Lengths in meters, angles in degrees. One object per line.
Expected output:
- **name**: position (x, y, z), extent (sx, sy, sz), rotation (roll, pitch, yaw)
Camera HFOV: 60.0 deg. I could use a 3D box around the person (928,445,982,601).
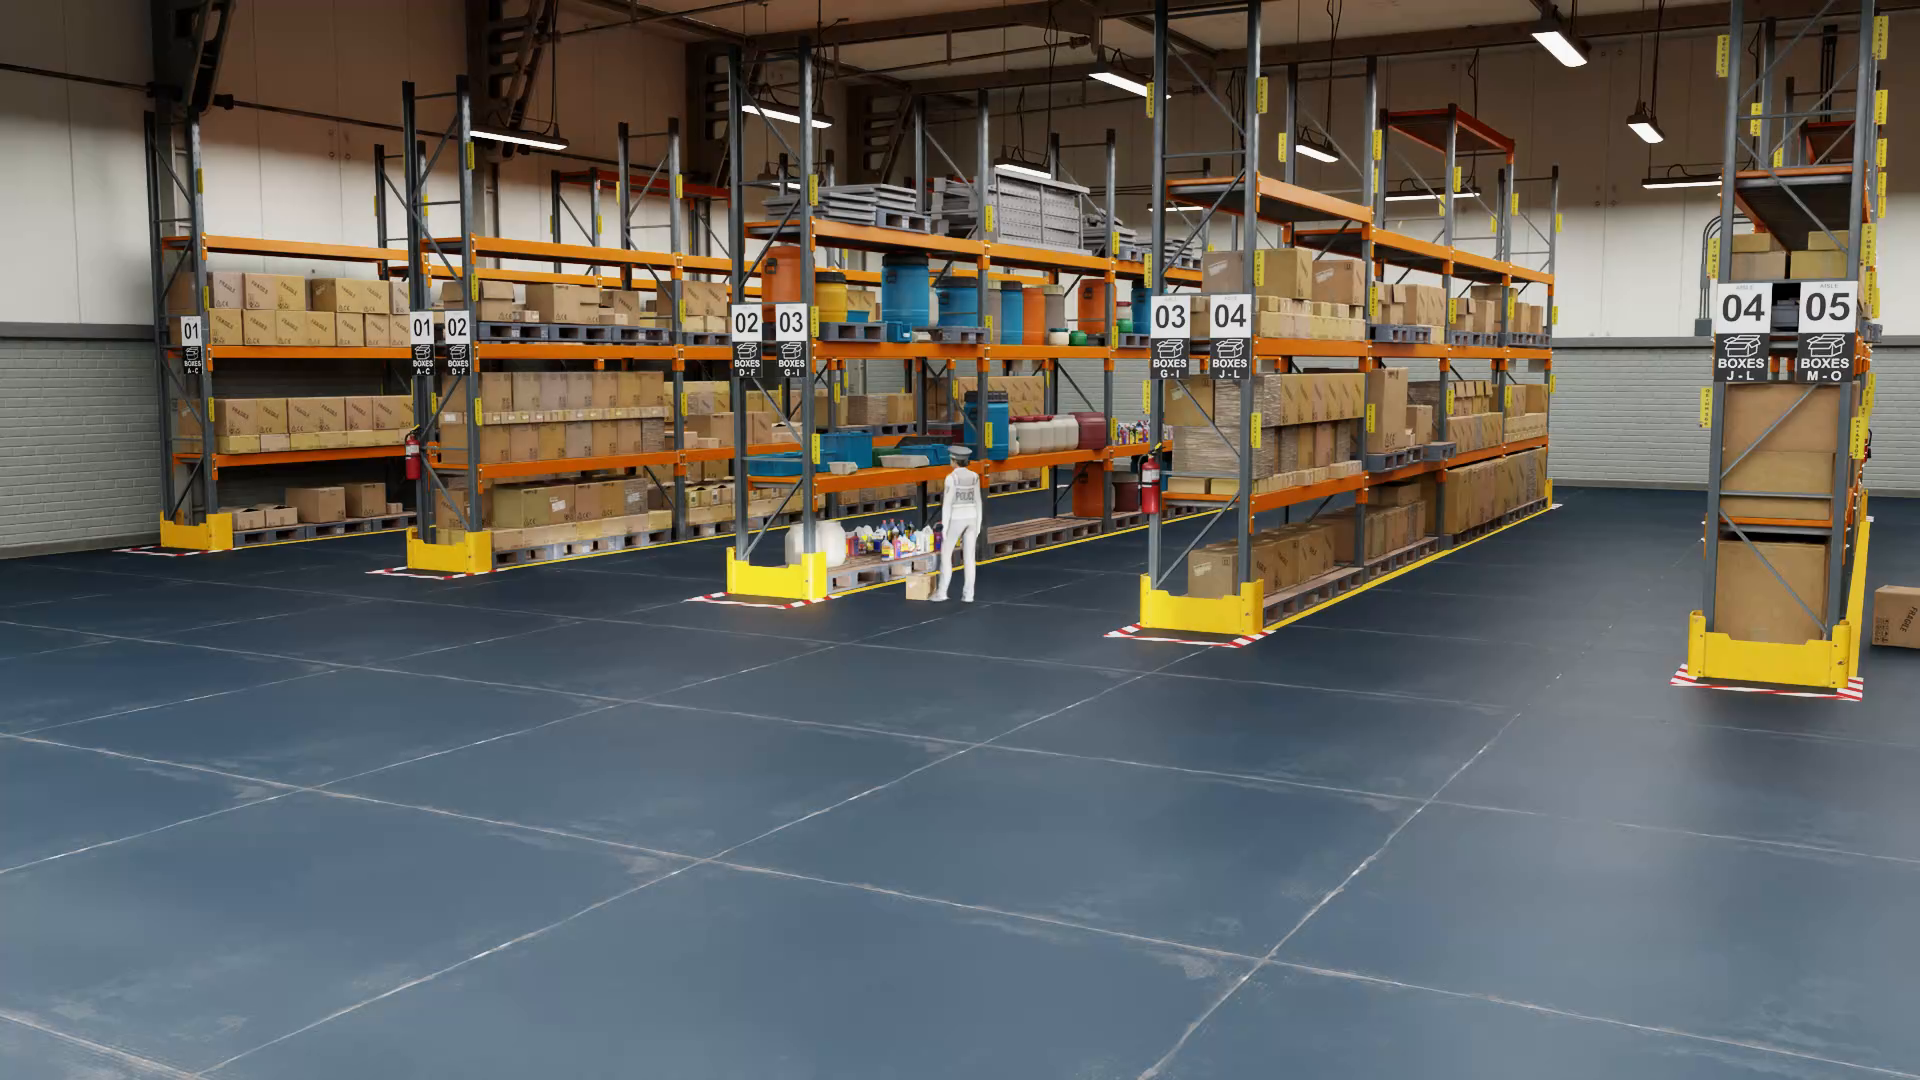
- **person**: position (-0.028, -0.178, 17.930), extent (0.526, 1.685, 0.522), rotation (-4, 7, -31)
